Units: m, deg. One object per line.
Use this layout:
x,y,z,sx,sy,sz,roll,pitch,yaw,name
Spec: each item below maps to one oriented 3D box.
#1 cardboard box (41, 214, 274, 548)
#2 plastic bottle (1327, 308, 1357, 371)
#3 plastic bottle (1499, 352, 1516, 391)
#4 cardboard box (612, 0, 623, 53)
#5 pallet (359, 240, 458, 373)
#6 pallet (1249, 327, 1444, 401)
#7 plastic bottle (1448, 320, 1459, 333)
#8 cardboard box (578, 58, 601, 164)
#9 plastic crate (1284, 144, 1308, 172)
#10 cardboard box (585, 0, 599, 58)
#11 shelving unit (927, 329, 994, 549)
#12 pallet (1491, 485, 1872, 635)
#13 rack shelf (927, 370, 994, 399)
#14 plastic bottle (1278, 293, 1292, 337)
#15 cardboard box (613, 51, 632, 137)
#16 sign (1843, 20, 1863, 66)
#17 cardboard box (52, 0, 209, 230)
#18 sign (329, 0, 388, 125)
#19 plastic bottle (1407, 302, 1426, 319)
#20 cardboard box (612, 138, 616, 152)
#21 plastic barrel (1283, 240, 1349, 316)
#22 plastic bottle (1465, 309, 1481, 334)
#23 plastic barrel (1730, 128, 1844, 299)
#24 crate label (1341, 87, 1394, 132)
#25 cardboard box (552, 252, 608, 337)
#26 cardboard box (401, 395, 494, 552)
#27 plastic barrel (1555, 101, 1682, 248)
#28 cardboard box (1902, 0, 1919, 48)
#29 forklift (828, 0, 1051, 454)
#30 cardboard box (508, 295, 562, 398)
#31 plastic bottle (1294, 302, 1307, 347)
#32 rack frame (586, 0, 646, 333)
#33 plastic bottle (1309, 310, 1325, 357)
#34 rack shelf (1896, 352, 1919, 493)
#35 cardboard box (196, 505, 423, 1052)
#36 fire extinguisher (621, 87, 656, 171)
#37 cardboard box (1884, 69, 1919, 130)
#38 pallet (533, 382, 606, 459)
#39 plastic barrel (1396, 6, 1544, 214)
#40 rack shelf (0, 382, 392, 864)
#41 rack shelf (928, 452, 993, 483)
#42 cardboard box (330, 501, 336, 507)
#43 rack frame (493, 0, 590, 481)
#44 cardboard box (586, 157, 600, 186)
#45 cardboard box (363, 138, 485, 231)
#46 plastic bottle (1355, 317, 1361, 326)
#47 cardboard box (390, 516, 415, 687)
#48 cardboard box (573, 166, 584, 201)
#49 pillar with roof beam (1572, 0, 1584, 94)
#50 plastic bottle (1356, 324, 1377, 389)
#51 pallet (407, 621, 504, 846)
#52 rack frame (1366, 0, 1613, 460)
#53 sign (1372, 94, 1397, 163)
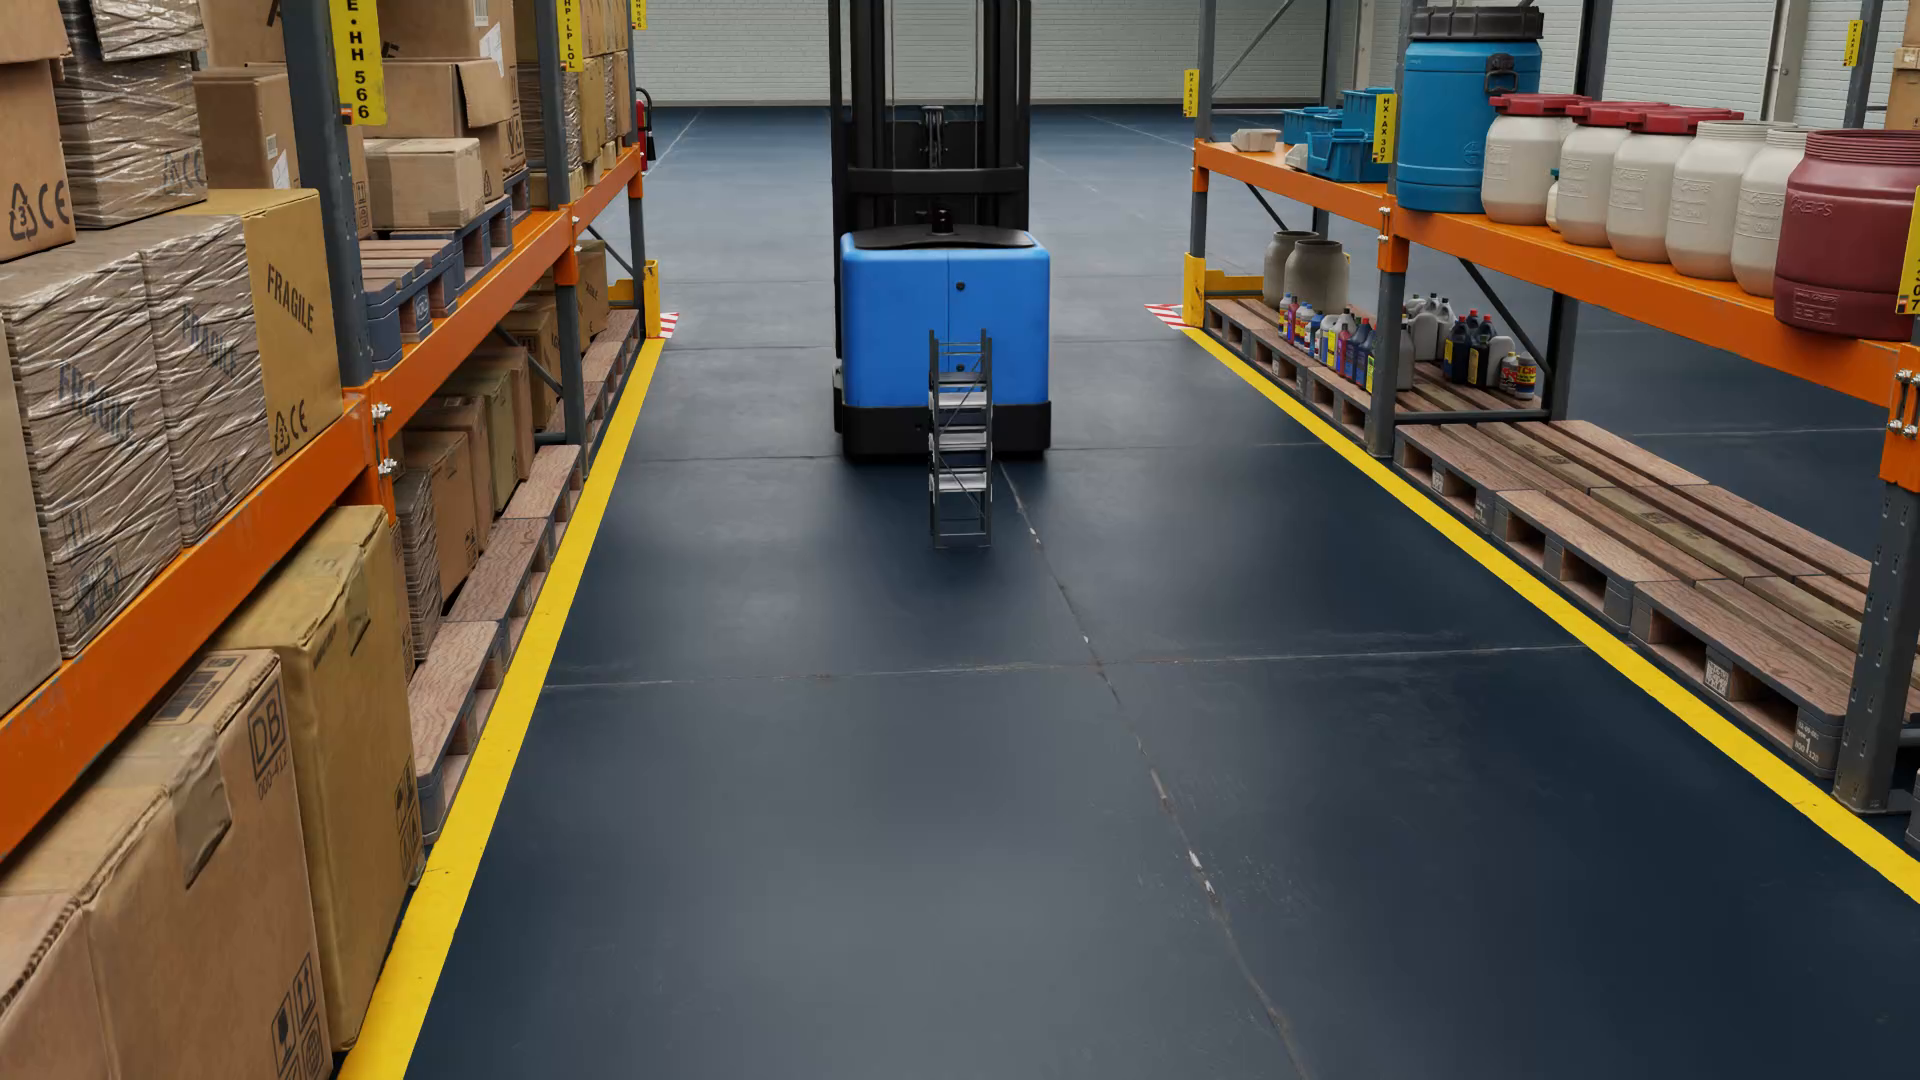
-1.565,-0.290,2.926,0.500,0.500,0.500,-2,18,-6,cardboard box
2.200,-1.158,9.545,0.144,0.351,0.185,-2,18,-6,plastic bottle
2.989,-0.919,9.034,0.097,0.201,0.097,0,17,0,plastic bottle
-2.373,-3.276,10.270,0.500,0.500,0.500,-2,18,-6,cardboard box
-2.087,-0.648,4.554,1.213,0.211,1.003,-2,18,-6,pallet
2.450,-1.111,10.362,1.003,0.211,1.213,-2,18,-6,pallet
2.864,-1.136,9.607,0.097,0.271,0.097,0,17,0,plastic bottle
-2.322,-2.198,8.507,0.875,0.500,0.500,-2,18,-6,cardboard box
2.187,-2.225,9.698,0.530,0.136,0.437,-2,18,-6,plastic crate
-2.218,-2.829,8.847,0.500,0.500,0.500,-2,18,-6,cardboard box
0.001,-0.427,7.035,0.258,0.900,0.210,-2,18,-6,shelving unit
2.855,0.052,6.658,1.003,0.211,1.213,-2,18,-6,pallet
0.001,-0.653,6.964,0.258,0.077,0.200,-2,18,-6,rack shelf
2.071,-1.425,10.530,0.097,0.271,0.097,0,17,0,plastic bottle
-2.532,-2.794,10.404,0.875,0.500,0.500,-2,18,-6,cardboard box
6.568,-3.654,12.232,0.100,0.325,0.005,-2,18,-6,sign
-1.848,-0.838,2.998,0.797,0.503,0.637,-1,17,-4,cardboard box
-1.356,-1.101,3.743,0.100,0.325,0.005,-2,18,-6,sign
2.832,-1.326,10.207,0.152,0.276,0.135,-2,18,-7,plastic bottle
-2.385,-2.493,10.530,0.380,0.149,0.250,-2,18,-6,cardboard box
2.389,-1.737,11.155,0.421,0.512,0.421,0,17,0,plastic barrel
2.916,-1.131,9.459,0.144,0.351,0.185,-3,18,-8,plastic bottle
2.700,-1.037,5.285,0.421,0.512,0.421,0,17,0,plastic barrel
2.653,-2.544,10.213,0.502,0.435,0.616,-2,18,-6,crate label
-2.589,-1.558,10.604,0.500,0.500,0.500,3,18,9,cardboard box
-2.190,-0.247,6.393,0.700,0.500,0.500,-3,18,-10,cardboard box
2.563,-1.430,6.496,0.433,0.535,0.433,0,17,0,plastic barrel
7.162,-3.730,11.718,0.700,0.500,0.500,-2,18,-5,cardboard box
-0.184,-2.219,9.351,1.130,2.935,3.031,-1,17,-5,forklift
-2.388,-1.021,8.893,0.500,0.500,0.500,4,18,12,cardboard box
2.106,-1.323,10.205,0.097,0.271,0.097,0,17,0,plastic bottle
-2.733,-2.914,11.451,1.000,3.000,0.127,-2,18,-6,rack frame
2.137,-1.233,9.917,0.097,0.271,0.097,0,17,0,plastic bottle
3.225,0.256,2.556,1.077,0.370,4.000,-2,18,-6,rack shelf
-1.857,0.489,3.457,1.225,0.875,0.875,-3,18,-8,cardboard box
-2.286,-2.925,11.617,0.296,0.674,0.183,-2,18,-6,fire extinguisher
7.157,-3.127,11.963,0.700,0.500,0.500,-2,18,-6,cardboard box
-2.425,-0.591,8.707,1.003,0.211,1.213,-2,18,-6,pallet
2.345,-1.990,7.671,0.600,0.901,0.708,-2,18,-6,plastic barrel
-1.701,0.409,2.069,1.077,0.370,4.000,-2,18,-6,rack shelf
0.001,-0.309,7.072,0.258,0.077,0.200,-2,18,-6,rack shelf
-2.007,-0.104,4.688,0.500,0.250,0.500,-1,17,-3,cardboard box
-2.320,-1.722,7.655,1.000,3.000,0.127,-2,18,-6,rack frame
-2.129,-1.974,8.877,0.380,0.149,0.250,-2,18,-6,cardboard box
-1.852,-1.166,5.432,0.500,0.250,0.500,-2,18,-7,cardboard box
2.299,-1.136,9.589,0.061,0.283,0.133,-2,18,-6,plastic bottle
-1.997,0.253,4.801,0.700,0.500,0.500,-3,18,-9,cardboard box
-2.056,-1.751,8.165,0.380,0.149,0.250,-2,18,-6,cardboard box
6.842,-11.283,28.094,9.100,9.000,0.400,-2,18,-6,pillar with roof beam
2.253,-1.004,9.056,0.144,0.351,0.185,-2,18,-7,plastic bottle
-1.987,0.567,5.018,1.003,0.211,1.213,-2,18,-6,pallet
2.606,-1.875,8.142,1.000,3.000,0.127,-2,18,-6,rack frame
2.058,-1.994,8.057,0.100,0.325,0.005,-2,18,-6,sign
